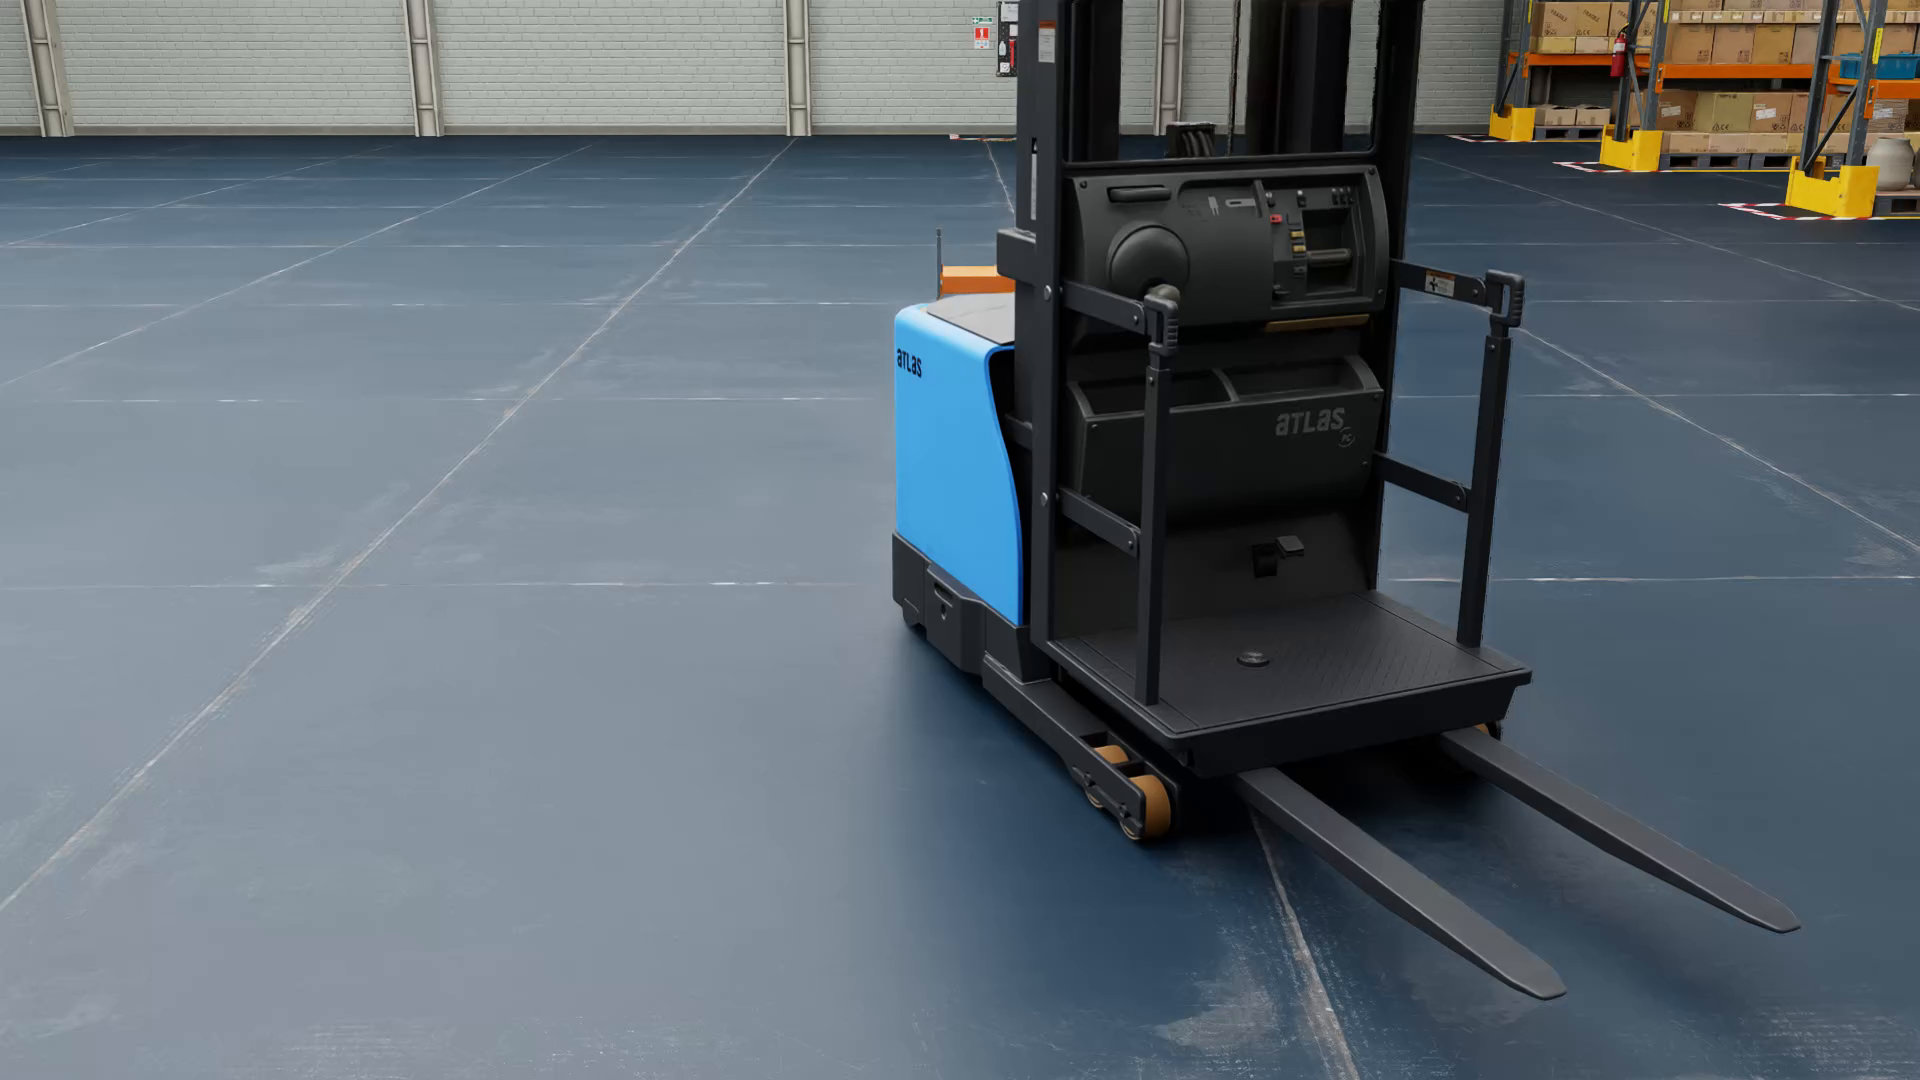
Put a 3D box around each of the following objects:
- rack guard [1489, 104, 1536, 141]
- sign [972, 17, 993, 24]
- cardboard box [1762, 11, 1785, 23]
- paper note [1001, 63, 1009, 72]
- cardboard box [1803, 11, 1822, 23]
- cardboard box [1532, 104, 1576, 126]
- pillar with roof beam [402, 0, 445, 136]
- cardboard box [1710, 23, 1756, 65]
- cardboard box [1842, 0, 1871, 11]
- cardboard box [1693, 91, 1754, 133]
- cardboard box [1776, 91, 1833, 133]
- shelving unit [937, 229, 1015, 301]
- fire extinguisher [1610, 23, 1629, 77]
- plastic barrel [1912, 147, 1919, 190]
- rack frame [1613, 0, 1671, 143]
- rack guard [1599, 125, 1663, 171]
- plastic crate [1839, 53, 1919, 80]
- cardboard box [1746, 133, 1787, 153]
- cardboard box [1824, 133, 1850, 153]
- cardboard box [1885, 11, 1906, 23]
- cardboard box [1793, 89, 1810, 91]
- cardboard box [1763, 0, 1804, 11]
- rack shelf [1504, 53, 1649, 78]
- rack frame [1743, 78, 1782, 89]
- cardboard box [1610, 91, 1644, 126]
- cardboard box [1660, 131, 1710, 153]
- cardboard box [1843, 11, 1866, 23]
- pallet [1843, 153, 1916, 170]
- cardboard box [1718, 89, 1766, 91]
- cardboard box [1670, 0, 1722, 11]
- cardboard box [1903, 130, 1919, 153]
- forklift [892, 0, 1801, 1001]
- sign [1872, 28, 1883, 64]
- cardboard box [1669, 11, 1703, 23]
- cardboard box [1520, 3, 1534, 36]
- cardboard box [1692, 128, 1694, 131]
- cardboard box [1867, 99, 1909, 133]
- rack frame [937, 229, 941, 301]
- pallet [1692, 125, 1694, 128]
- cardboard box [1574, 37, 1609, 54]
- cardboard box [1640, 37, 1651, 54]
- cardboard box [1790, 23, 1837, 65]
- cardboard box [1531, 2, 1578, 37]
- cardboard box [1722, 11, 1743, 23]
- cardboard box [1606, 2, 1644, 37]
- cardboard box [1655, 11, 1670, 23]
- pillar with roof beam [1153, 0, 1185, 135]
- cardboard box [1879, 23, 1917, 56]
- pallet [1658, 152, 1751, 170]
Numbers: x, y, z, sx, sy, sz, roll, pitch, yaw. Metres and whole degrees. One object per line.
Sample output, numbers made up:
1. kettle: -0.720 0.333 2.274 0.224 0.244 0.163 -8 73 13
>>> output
1. rack guard: 8.769 -6.640 26.427 0.348 0.500 1.175 0 18 -1
2. sign: 0.358 -8.363 26.782 0.331 0.109 0.001 0 18 -1
3. cardboard box: 10.202 -6.615 21.032 0.250 0.149 0.380 -1 18 -3
4. paper note: 0.730 -7.669 26.985 0.142 0.148 0.016 0 18 -1
5. cardboard box: 10.707 -6.616 21.037 0.250 0.149 0.380 0 18 0
6. cardboard box: 9.386 -6.735 26.312 0.500 0.311 0.500 -2 18 -7
7. pillar with roof beam: -8.551 -9.552 21.593 0.400 9.000 9.100 0 18 -1
8. cardboard box: 9.766 -6.367 21.320 0.500 0.500 0.700 0 18 1
9. cardboard box: 11.324 -6.992 21.146 0.500 0.500 0.700 0 18 -1
10. cardboard box: 9.814 -5.502 21.375 0.500 0.500 0.500 0 18 -1
11. cardboard box: 10.814 -5.505 21.386 0.500 0.500 0.500 0 18 -1
12. shelving unit: 0.166 -0.572 6.367 0.503 1.200 0.258 0 18 -1
13. fire extinguisher: 8.649 -6.421 21.780 0.183 0.674 0.296 0 18 -1
14. plastic barrel: 10.007 -3.848 17.018 0.421 0.512 0.421 0 18 0
15. rack frame: 8.774 -6.317 21.328 0.127 3.000 1.000 0 18 -1
16. rack guard: 8.750 -5.126 21.709 0.348 0.500 1.175 0 18 -1
17. plastic crate: 9.345 -4.827 16.927 0.616 0.251 0.499 0 18 -1
18. cardboard box: 10.314 -5.148 21.498 0.500 0.250 0.500 0 18 -1
19. cardboard box: 11.314 -5.151 21.509 0.500 0.250 0.500 0 18 -1
20. cardboard box: 11.734 -6.622 21.053 0.250 0.149 0.380 0 18 -1
21. cardboard box: 11.305 -5.672 21.905 0.500 0.500 0.500 0 18 -1
22. cardboard box: 10.324 -6.987 21.132 0.500 0.500 0.700 0 18 -1
23. rack shelf: 10.692 -7.497 26.184 4.000 0.370 1.077 0 18 -1
24. rack frame: 12.692 -7.849 26.104 0.127 3.000 1.000 0 18 -1
25. cardboard box: 10.690 -6.816 26.256 0.500 0.500 0.700 -1 18 -4
26. cardboard box: 9.314 -5.142 21.480 0.500 0.250 0.500 0 18 -1
27. cardboard box: 11.236 -6.620 21.048 0.250 0.149 0.380 0 18 1
28. pallet: 11.978 -5.017 21.842 1.213 0.211 1.003 0 18 -1
29. cardboard box: 10.306 -5.667 21.890 0.500 0.500 0.500 0 18 -1
30. cardboard box: 9.294 -6.981 21.110 0.500 0.500 0.700 0 18 -1
31. cardboard box: 12.314 -5.158 21.529 0.500 0.250 0.500 0 18 -1
32. forklift: 0.812 -0.786 4.199 1.130 2.935 3.031 -7 19 -22
33. sign: 8.853 -4.768 16.046 0.005 0.325 0.100 0 18 -1
34. cardboard box: 9.170 -6.609 21.014 0.250 0.149 0.380 0 18 -1
35. cardboard box: 9.160 -8.192 26.159 0.500 0.500 0.500 0 18 -1
36. cardboard box: 9.806 -5.306 21.992 0.500 0.250 0.500 0 18 -1
37. cardboard box: 11.814 -5.516 21.418 0.500 0.500 0.500 0 18 -1
38. rack frame: -0.078 -0.571 6.363 0.015 1.200 0.240 0 18 -1
39. pallet: 12.021 -6.507 26.487 1.213 0.211 1.003 0 18 -1
40. cardboard box: 9.704 -7.680 25.791 0.500 0.250 0.500 -1 18 -3
41. cardboard box: 10.719 -7.682 25.798 0.500 0.250 0.500 0 18 0
42. cardboard box: 10.789 -6.371 21.333 0.500 0.500 0.700 0 18 1
43. cardboard box: 9.175 -8.035 25.671 0.500 0.500 0.500 0 18 -1
44. cardboard box: 9.684 -6.612 21.023 0.250 0.149 0.380 0 18 -1
45. cardboard box: 10.186 -8.035 25.670 0.500 0.500 0.500 -1 18 -3
46. cardboard box: 9.154 -6.733 21.401 0.250 0.149 0.380 -1 18 -2
47. pillar with roof beam: 3.448 -9.610 21.773 0.400 9.000 9.100 0 18 -1
48. cardboard box: 11.803 -6.375 21.346 0.500 0.500 0.700 0 18 -1
49. pallet: 9.538 -5.005 21.805 1.213 0.211 1.003 0 18 -1
